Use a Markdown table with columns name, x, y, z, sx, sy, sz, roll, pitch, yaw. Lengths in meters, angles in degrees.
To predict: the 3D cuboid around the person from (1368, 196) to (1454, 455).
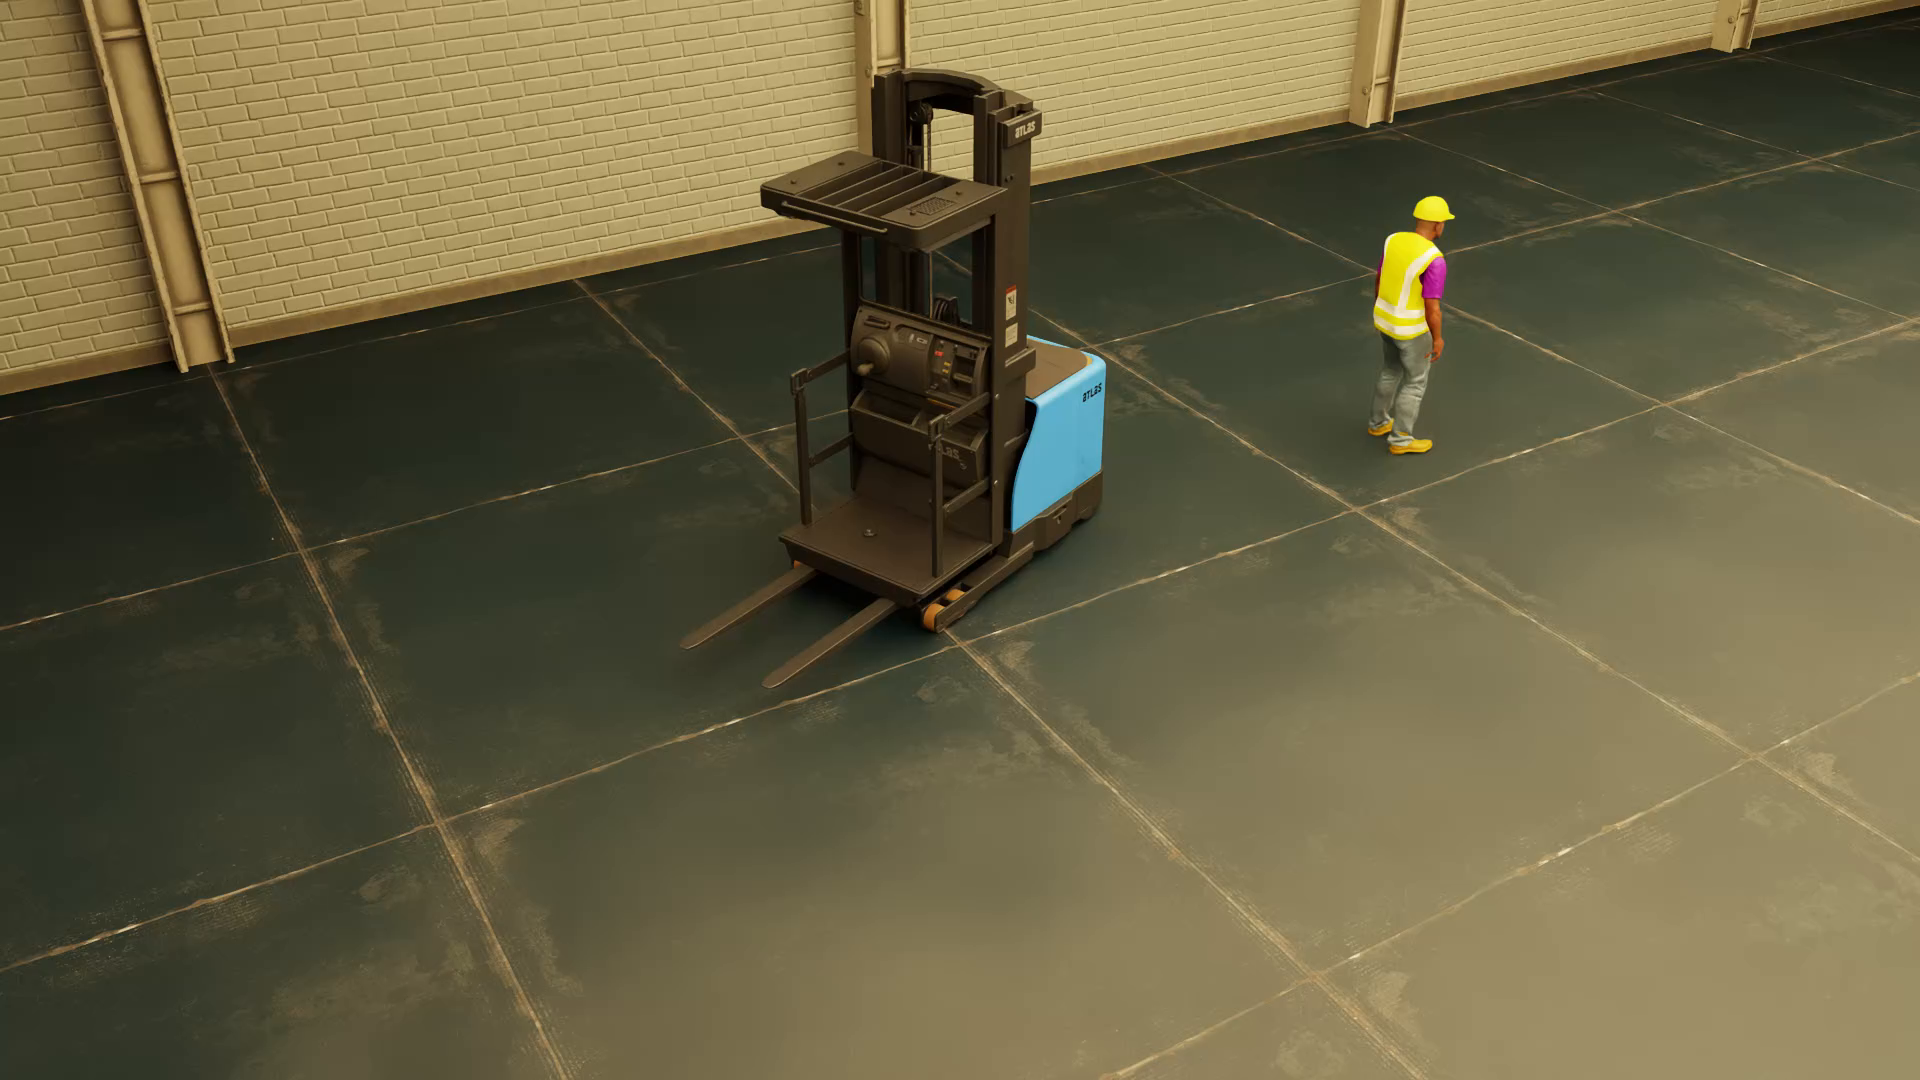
| name | x | y | z | sx | sy | sz | roll | pitch | yaw |
| --- | --- | --- | --- | --- | --- | --- | --- | --- | --- |
| person | 3.034 | -1.455 | 11.221 | 0.451 | 1.759 | 0.630 | -13 | 33 | -20 |

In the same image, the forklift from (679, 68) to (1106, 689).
| name | x | y | z | sx | sy | sz | roll | pitch | yaw |
| --- | --- | --- | --- | --- | --- | --- | --- | --- | --- |
| forklift | -0.365 | -1.007 | 9.329 | 1.130 | 2.935 | 3.031 | 21 | 37 | 31 |
